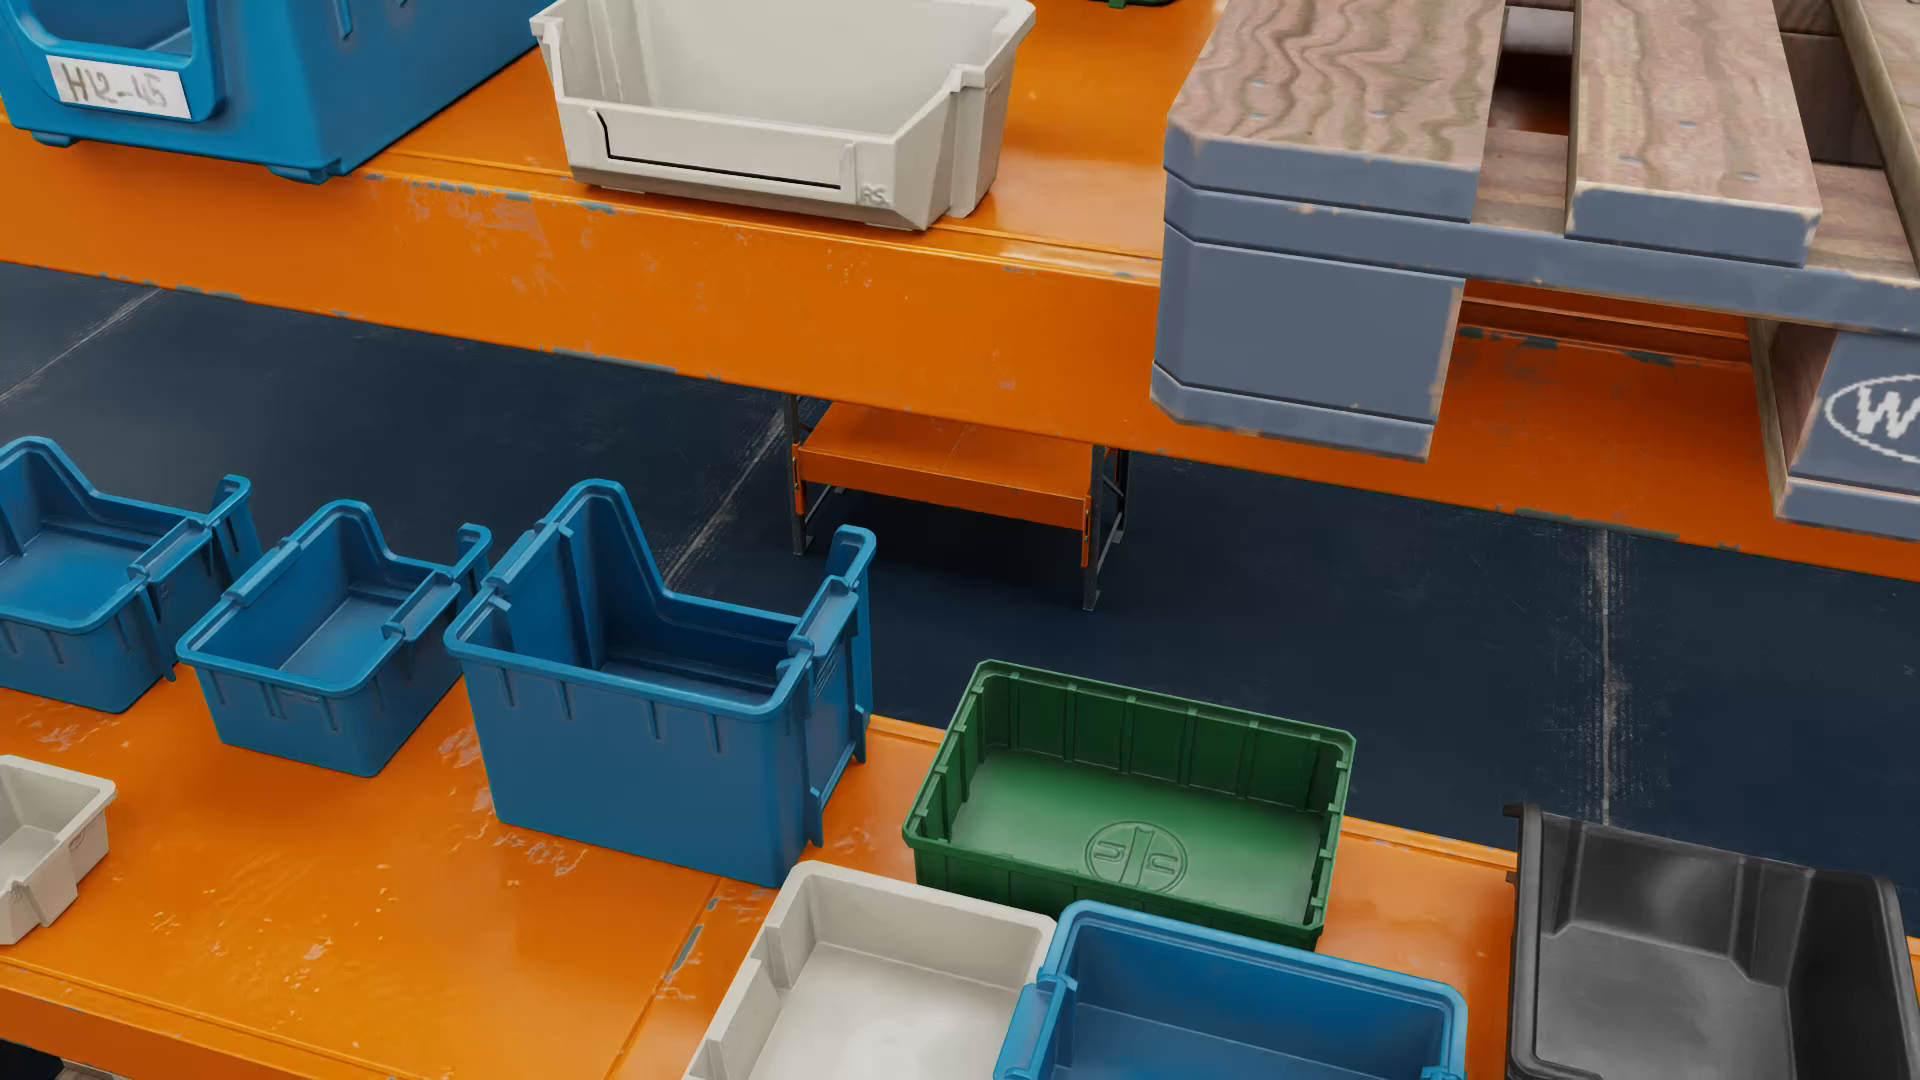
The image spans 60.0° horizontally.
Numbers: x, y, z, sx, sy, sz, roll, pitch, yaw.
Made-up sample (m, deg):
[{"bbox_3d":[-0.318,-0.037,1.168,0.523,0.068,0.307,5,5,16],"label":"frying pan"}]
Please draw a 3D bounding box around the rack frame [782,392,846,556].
[{"bbox_3d":[-0.479,-0.542,5.537,0.032,1.125,0.500,10,38,14],"label":"rack frame"}]

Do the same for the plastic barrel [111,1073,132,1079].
[{"bbox_3d":[-1.670,0.982,3.629,0.421,0.512,0.421,0,36,0],"label":"plastic barrel"}]

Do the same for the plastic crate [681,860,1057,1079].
[{"bbox_3d":[-0.128,0.746,2.428,0.437,0.136,0.530,10,38,14],"label":"plastic crate"}]

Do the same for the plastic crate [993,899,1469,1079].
[{"bbox_3d":[0.360,0.801,2.256,0.616,0.251,0.499,10,38,14],"label":"plastic crate"}]

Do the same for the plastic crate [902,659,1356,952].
[{"bbox_3d":[0.286,0.469,2.761,0.662,0.188,0.450,10,38,14],"label":"plastic crate"}]

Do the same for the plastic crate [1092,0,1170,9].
[{"bbox_3d":[0.073,-0.772,1.917,0.450,0.188,0.336,10,38,14],"label":"plastic crate"}]

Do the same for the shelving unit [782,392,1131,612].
[{"bbox_3d":[0.006,-0.452,5.415,1.048,1.125,0.538,10,38,14],"label":"shelving unit"}]

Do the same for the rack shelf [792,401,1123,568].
[{"bbox_3d":[0.006,-0.255,5.560,1.000,0.278,0.538,10,38,14],"label":"rack shelf"}]

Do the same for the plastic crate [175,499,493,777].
[{"bbox_3d":[-1.135,0.174,3.109,0.408,0.251,0.499,10,38,14],"label":"plastic crate"}]

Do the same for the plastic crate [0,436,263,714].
[{"bbox_3d":[-1.754,0.056,3.269,0.616,0.251,0.499,10,38,14],"label":"plastic crate"}]

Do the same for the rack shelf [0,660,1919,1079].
[{"bbox_3d":[-0.411,0.720,2.848,4.000,0.370,1.077,10,38,14],"label":"rack shelf"}]

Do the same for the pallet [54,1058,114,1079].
[{"bbox_3d":[-1.460,1.333,3.761,1.213,0.211,1.003,10,38,14],"label":"pallet"}]

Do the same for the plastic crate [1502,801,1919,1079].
[{"bbox_3d":[1.036,0.644,2.397,0.504,0.338,0.767,10,38,14],"label":"plastic crate"}]

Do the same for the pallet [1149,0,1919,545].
[{"bbox_3d":[0.780,-0.421,1.420,1.003,0.211,1.213,10,38,14],"label":"pallet"}]

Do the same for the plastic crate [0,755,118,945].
[{"bbox_3d":[-1.562,0.523,2.731,0.250,0.136,0.298,10,38,14],"label":"plastic crate"}]

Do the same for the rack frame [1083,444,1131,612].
[{"bbox_3d":[0.492,-0.362,5.293,0.032,1.125,0.500,10,38,14],"label":"rack frame"}]

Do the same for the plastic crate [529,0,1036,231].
[{"bbox_3d":[-0.155,-0.373,1.419,0.396,0.136,0.243,10,38,14],"label":"plastic crate"}]

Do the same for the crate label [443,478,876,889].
[{"bbox_3d":[-0.483,0.235,2.871,0.616,0.435,0.502,10,38,14],"label":"crate label"}]

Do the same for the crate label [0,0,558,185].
[{"bbox_3d":[-0.632,-0.554,1.567,0.408,0.251,0.502,10,38,14],"label":"crate label"}]
